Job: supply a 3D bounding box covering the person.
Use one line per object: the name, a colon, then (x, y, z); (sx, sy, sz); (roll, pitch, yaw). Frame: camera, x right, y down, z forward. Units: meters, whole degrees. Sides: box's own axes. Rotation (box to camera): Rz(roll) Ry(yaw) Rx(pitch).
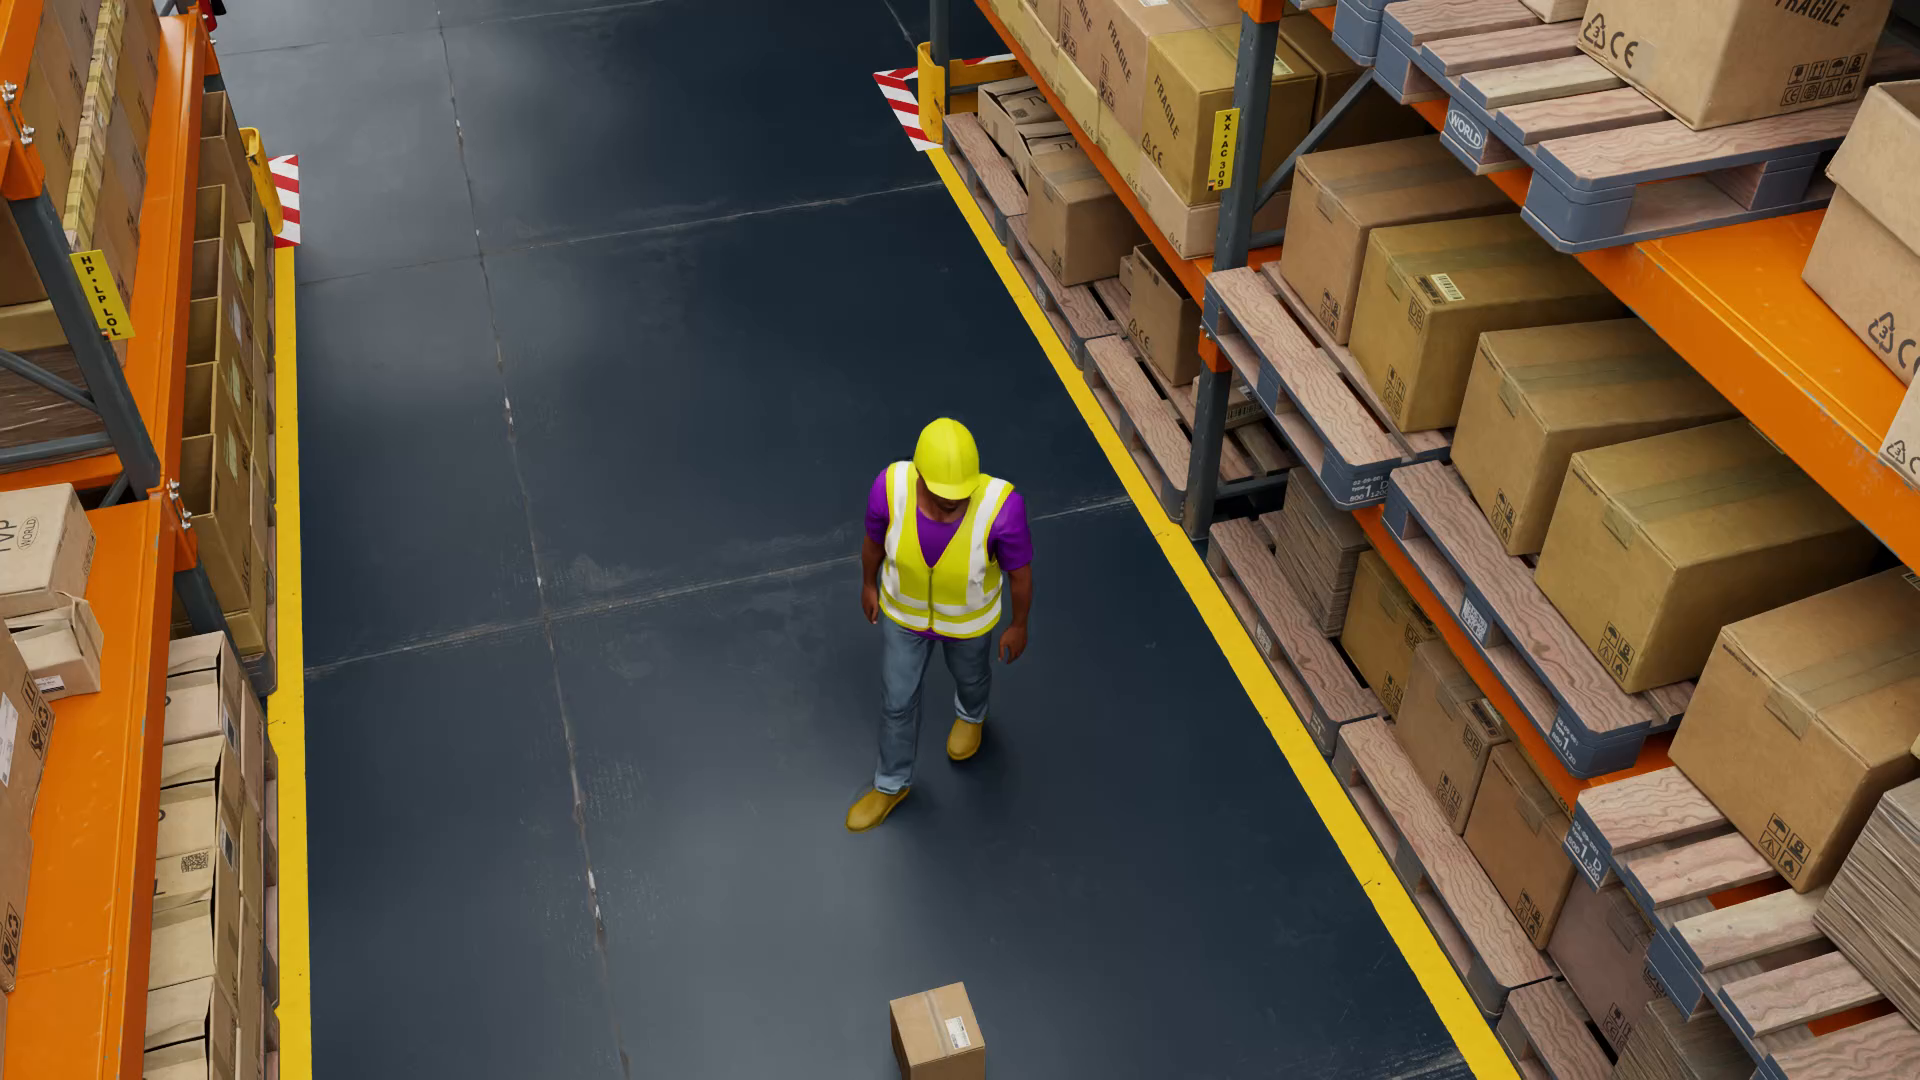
person: (-0.062, 0.256, 5.864); (0.636, 1.773, 0.712); (8, 43, 8)
